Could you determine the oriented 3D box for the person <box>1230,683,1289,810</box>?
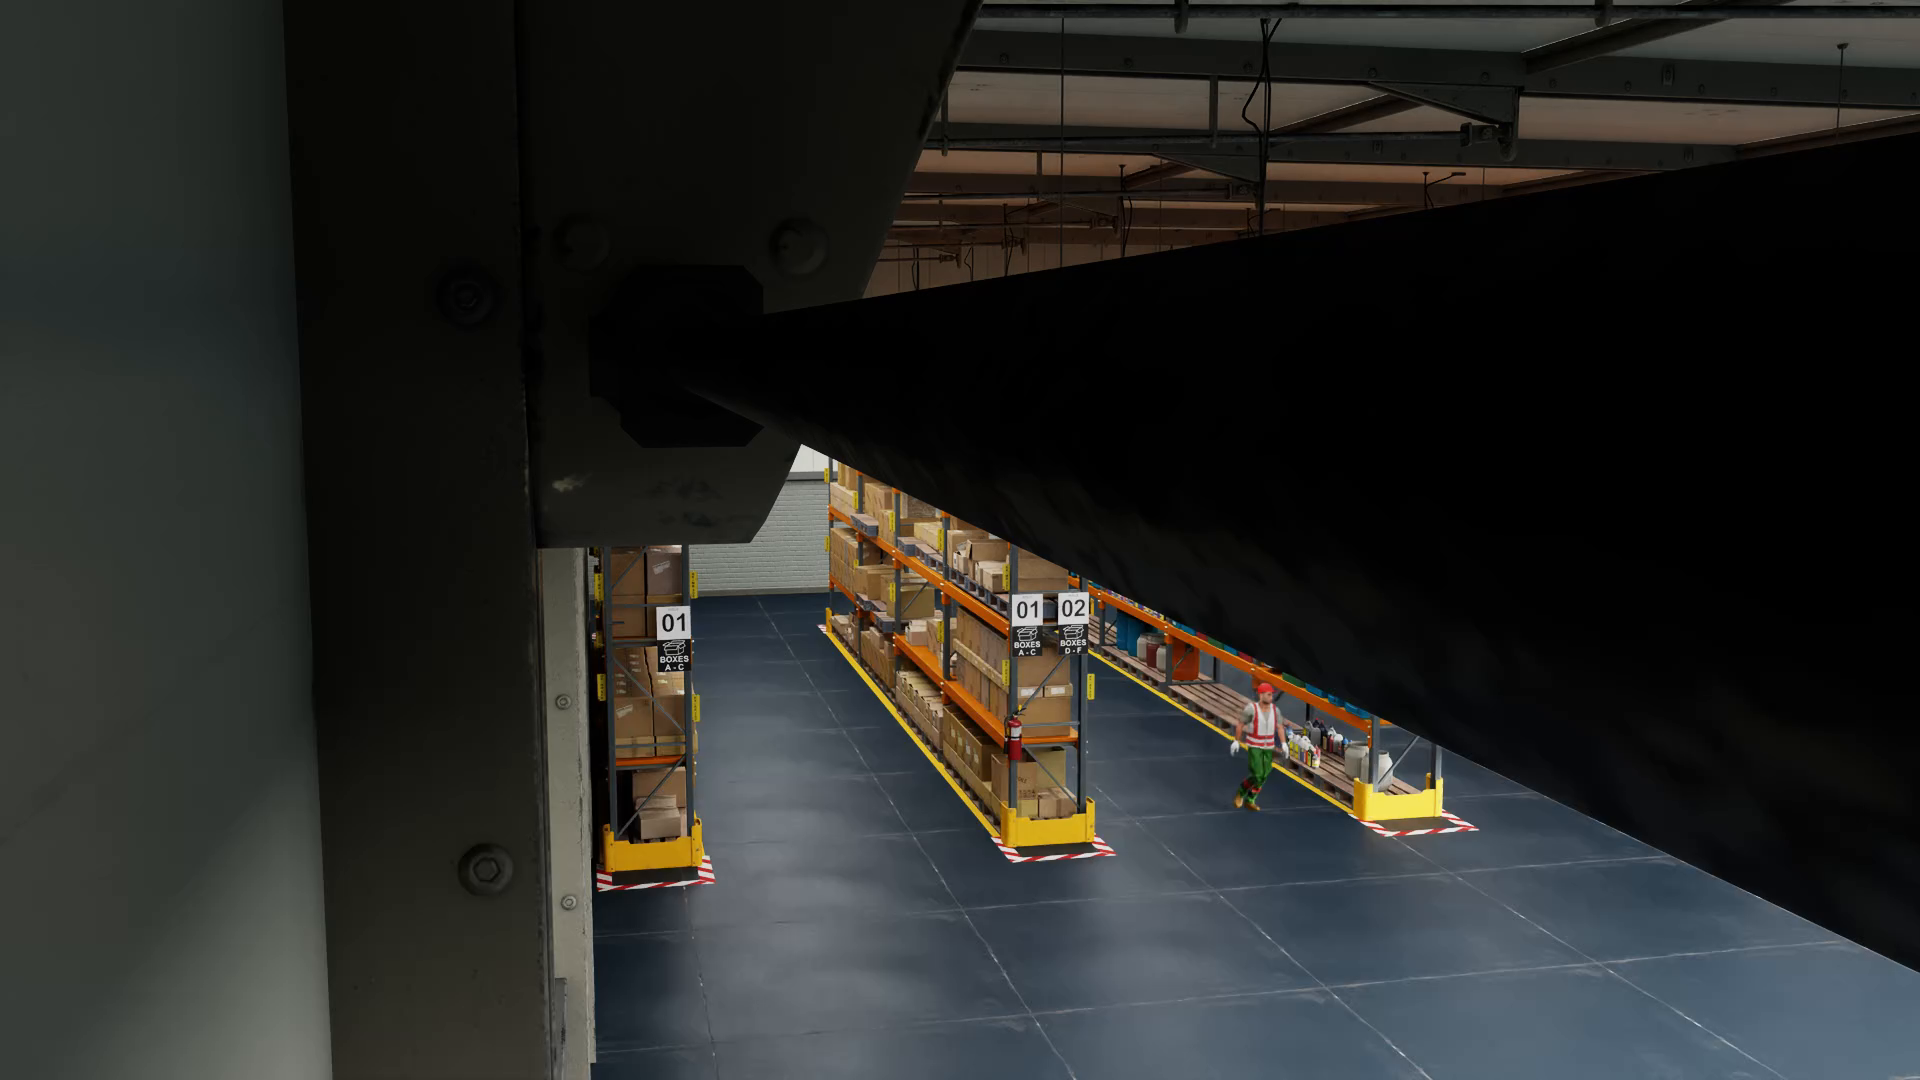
[{"bbox_3d":[4.032,2.790,22.324,0.675,1.747,0.568,-3,7,-21],"label":"person"}]
